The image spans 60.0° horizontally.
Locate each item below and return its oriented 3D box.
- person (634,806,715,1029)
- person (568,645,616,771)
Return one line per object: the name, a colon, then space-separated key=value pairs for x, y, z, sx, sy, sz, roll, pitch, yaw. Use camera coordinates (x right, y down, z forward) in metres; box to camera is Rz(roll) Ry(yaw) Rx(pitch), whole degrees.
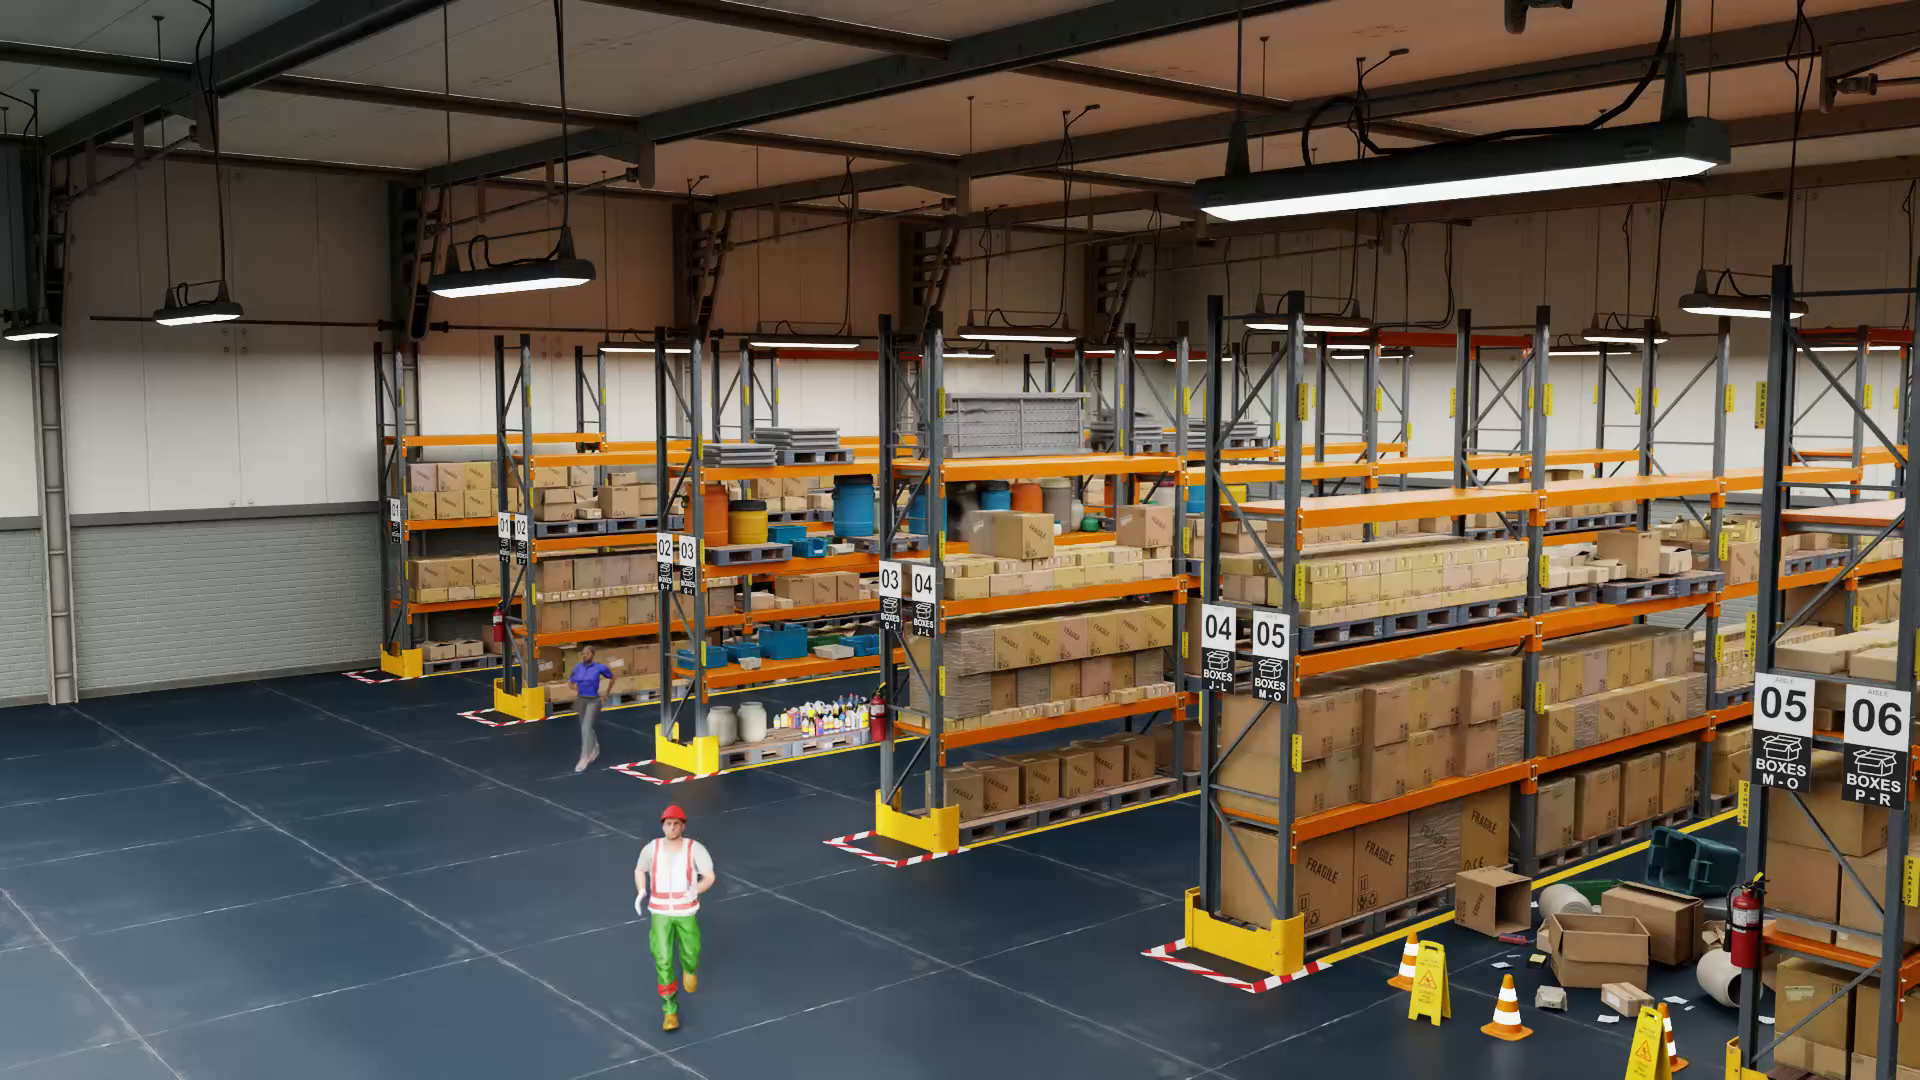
person: x=-2.349 y=3.050 z=13.663 sx=0.667 sy=1.757 sz=0.837 roll=0 pitch=5 yaw=-4
person: x=-5.062 y=2.271 z=22.721 sx=0.550 sy=1.690 sz=0.720 roll=2 pitch=5 yaw=17
